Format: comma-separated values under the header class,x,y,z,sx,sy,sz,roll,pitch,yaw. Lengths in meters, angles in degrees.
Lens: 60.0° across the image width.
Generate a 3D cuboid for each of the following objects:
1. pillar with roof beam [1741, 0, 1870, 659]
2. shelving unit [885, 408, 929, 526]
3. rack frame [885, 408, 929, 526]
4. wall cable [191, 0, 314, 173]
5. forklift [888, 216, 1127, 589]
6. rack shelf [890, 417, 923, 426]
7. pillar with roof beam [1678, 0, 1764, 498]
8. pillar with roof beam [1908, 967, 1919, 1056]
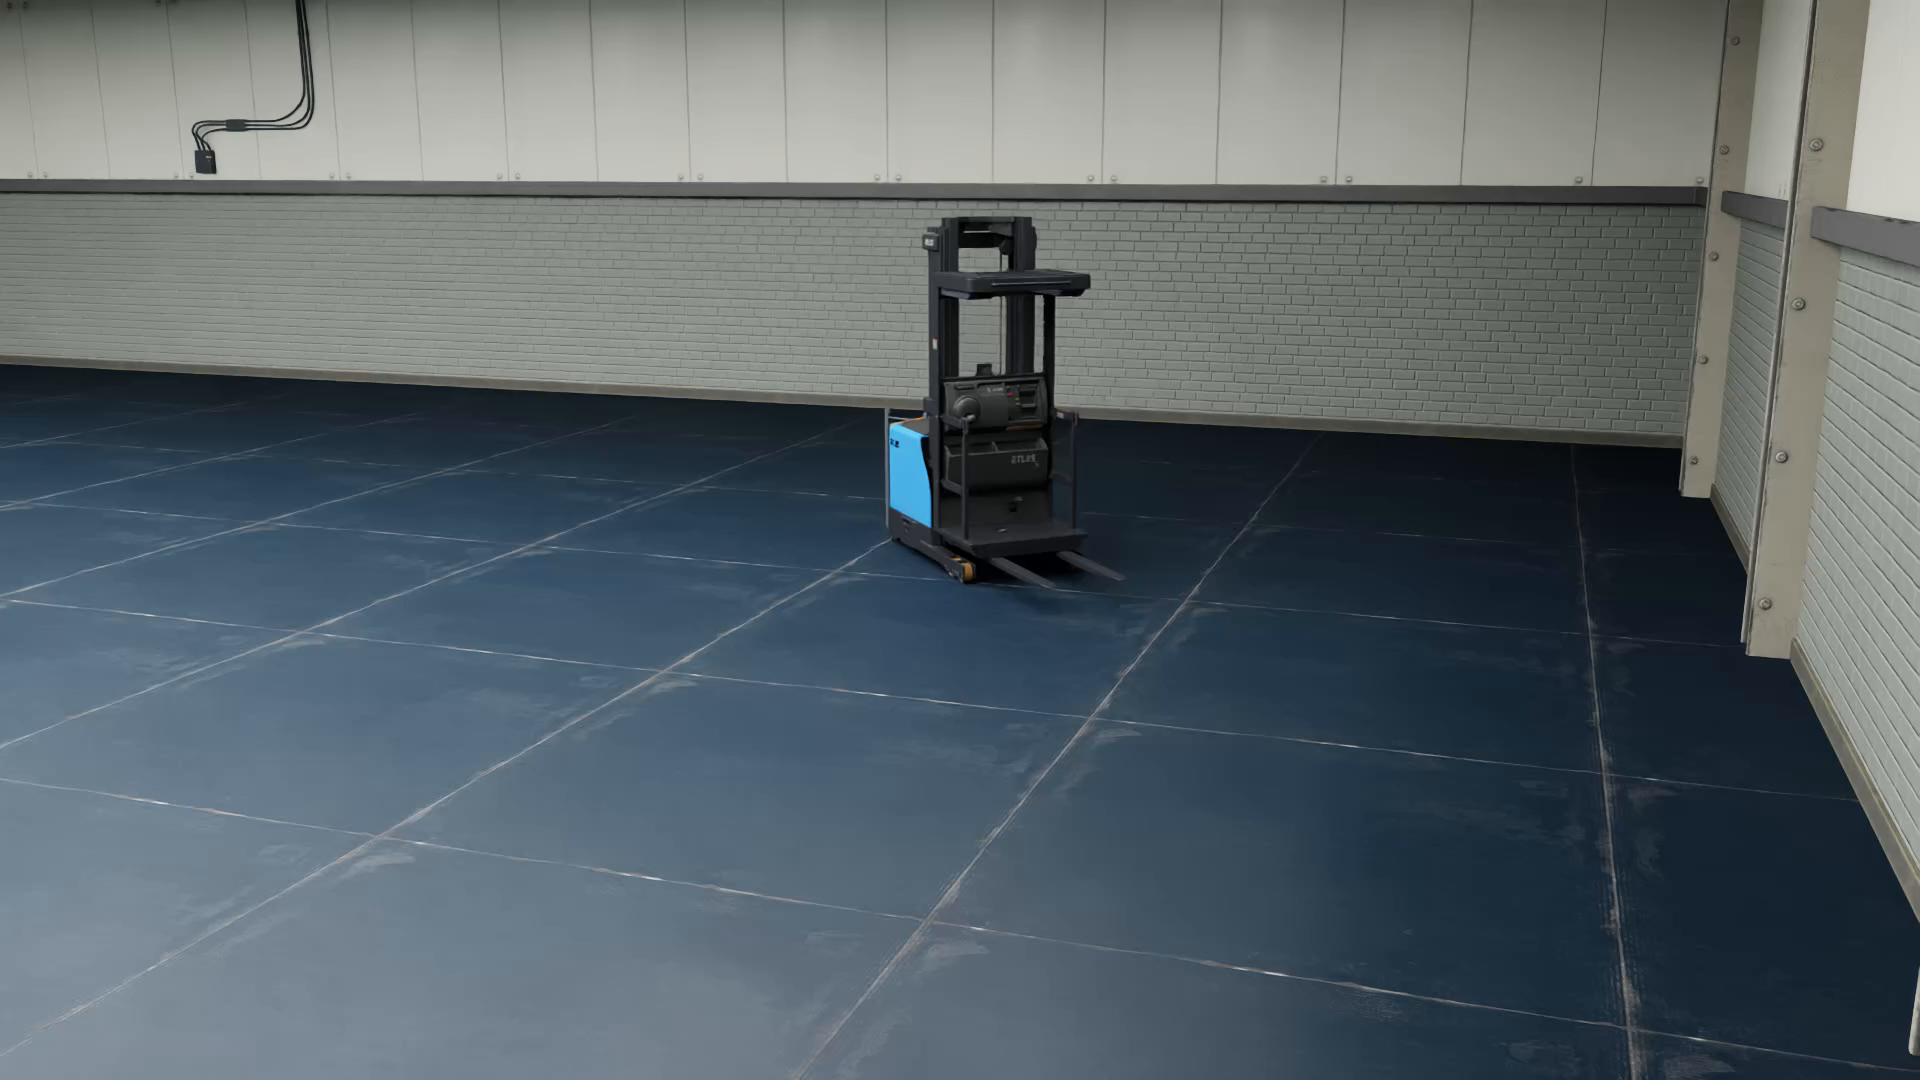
class,x,y,z,sx,sy,sz,roll,pitch,yaw
pillar with roof beam,1.670,-3.916,12.186,9.100,9.000,0.400,4,14,18
shelving unit,-0.193,-0.742,15.975,0.538,1.125,1.048,9,16,36
rack frame,-0.498,-0.652,15.578,0.500,1.125,0.032,9,16,36
wall cable,-10.939,-8.634,25.212,2.305,6.003,0.169,4,14,18
forklift,0.391,-1.185,13.853,1.130,2.935,3.031,-5,14,-23
rack shelf,-0.193,-1.028,15.910,0.538,0.278,1.000,9,16,36
pillar with roof beam,3.612,-5.180,17.721,9.100,9.000,0.400,4,14,18
pillar with roof beam,-0.271,-2.653,6.651,9.100,9.000,0.400,4,14,18
